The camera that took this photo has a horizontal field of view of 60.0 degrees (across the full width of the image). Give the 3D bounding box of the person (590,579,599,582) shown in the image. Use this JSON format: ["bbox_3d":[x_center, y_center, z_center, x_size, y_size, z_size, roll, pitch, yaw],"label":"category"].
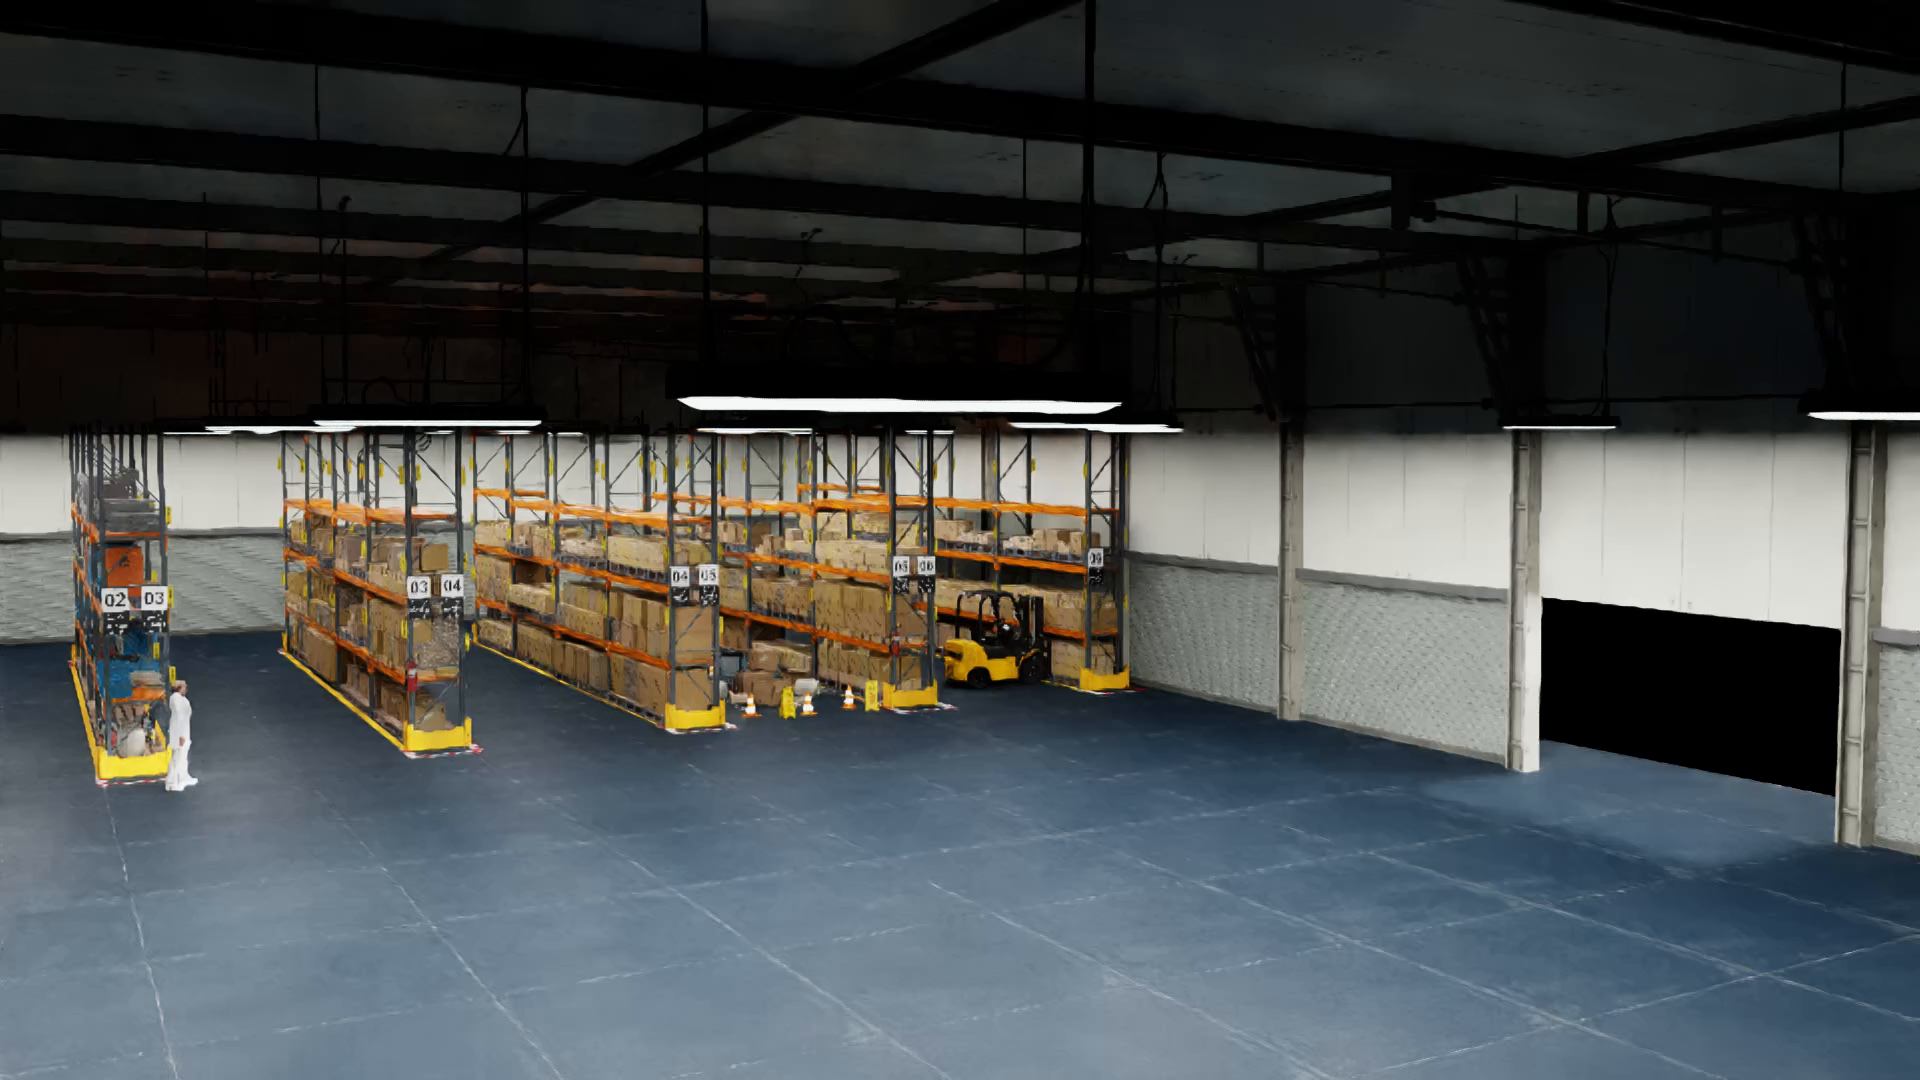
[{"bbox_3d":[-10.464,1.929,47.836,0.617,1.645,0.545,-2,4,-32],"label":"person"}]

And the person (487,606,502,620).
[{"bbox_3d":[-13.527,1.917,48.334,0.488,1.644,0.686,2,4,34],"label":"person"}]

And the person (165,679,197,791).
[{"bbox_3d":[-12.693,3.150,27.082,0.546,1.774,0.751,-2,4,-35],"label":"person"}]
